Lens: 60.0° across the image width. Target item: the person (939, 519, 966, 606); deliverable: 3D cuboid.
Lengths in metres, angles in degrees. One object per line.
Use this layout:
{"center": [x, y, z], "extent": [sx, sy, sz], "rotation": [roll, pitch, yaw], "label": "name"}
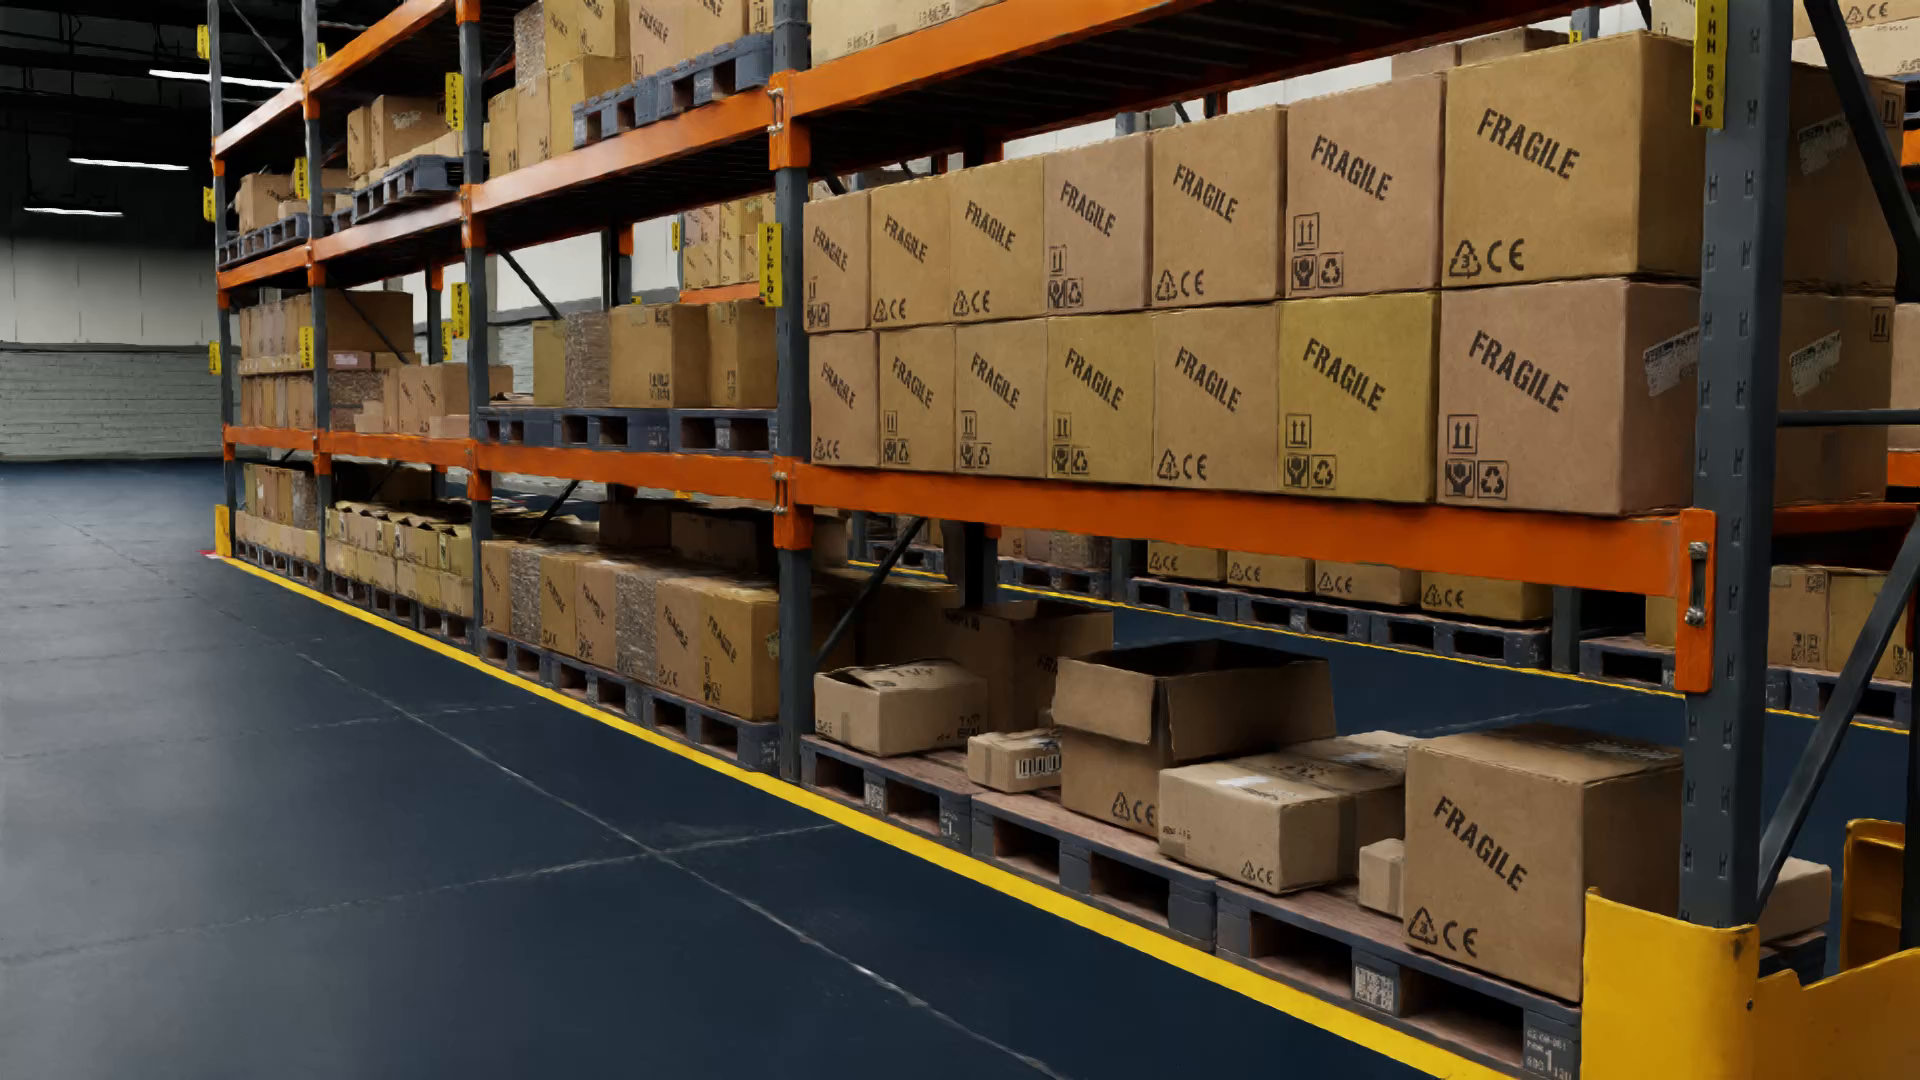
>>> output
{"center": [0.053, -0.082, 9.265], "extent": [0.350, 1.681, 0.501], "rotation": [0, 5, -5], "label": "person"}
